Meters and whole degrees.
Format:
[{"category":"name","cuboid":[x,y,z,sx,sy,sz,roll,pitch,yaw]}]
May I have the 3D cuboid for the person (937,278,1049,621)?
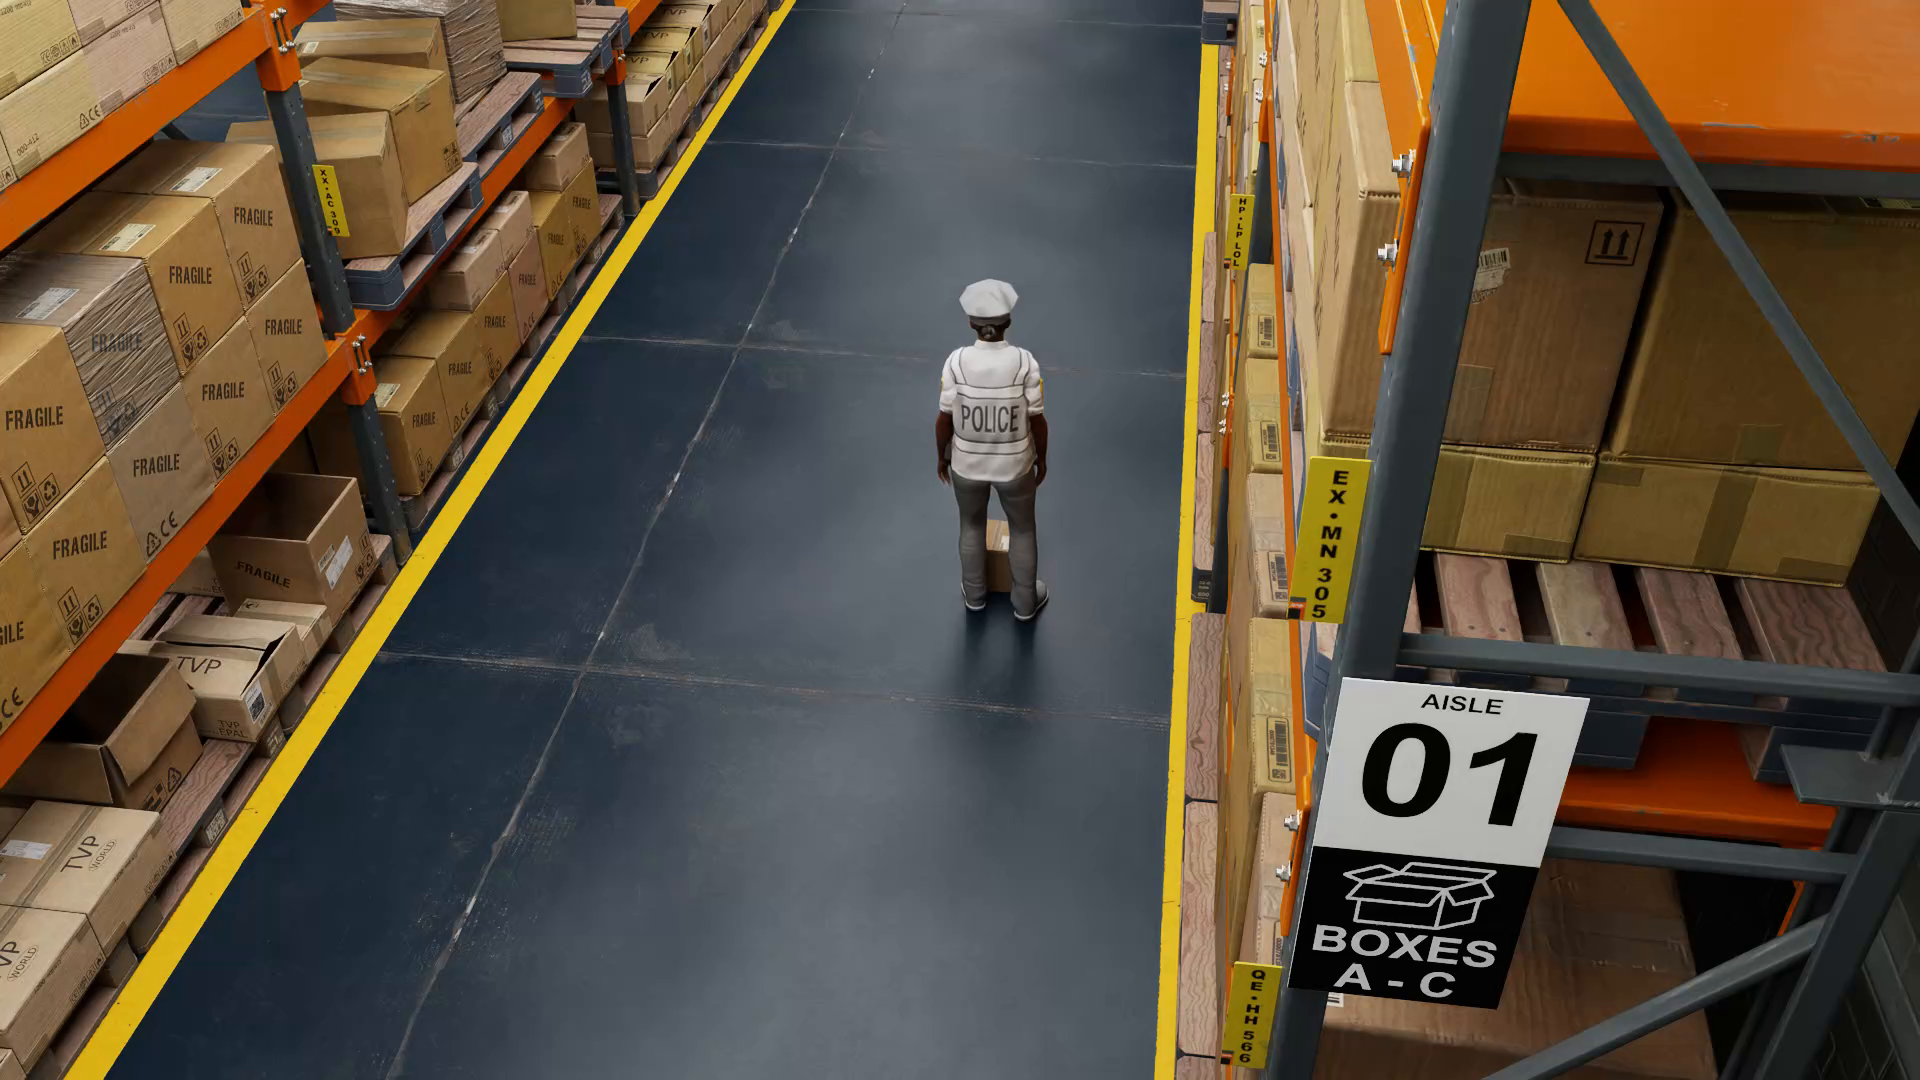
[{"category":"person","cuboid":[0.162,-0.364,7.532,0.521,1.660,0.407,3,36,5]}]
